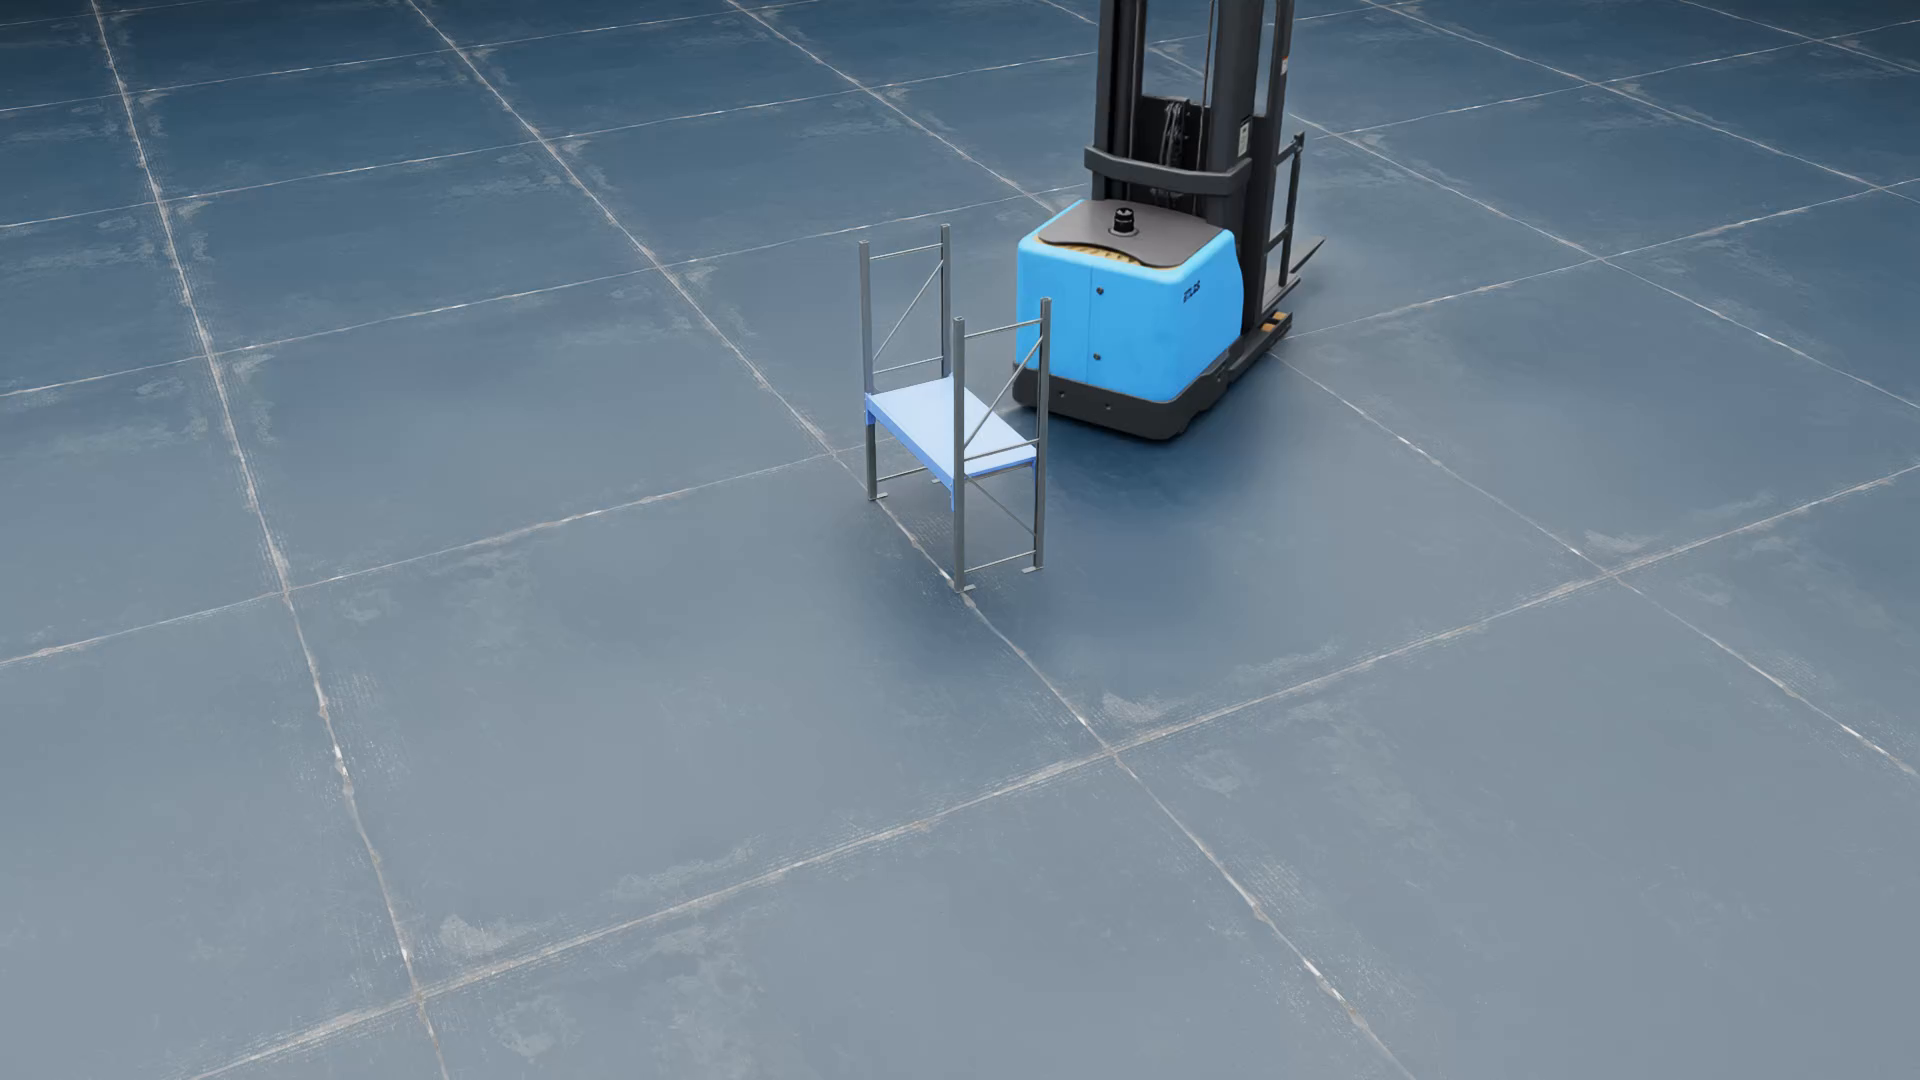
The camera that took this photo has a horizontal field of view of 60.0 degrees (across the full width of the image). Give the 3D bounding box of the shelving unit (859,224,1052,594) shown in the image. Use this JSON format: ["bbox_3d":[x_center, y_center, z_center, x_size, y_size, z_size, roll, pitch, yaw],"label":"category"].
[{"bbox_3d":[-0.040,-0.672,8.409,0.538,1.500,1.048,-16,36,-23],"label":"shelving unit"}]

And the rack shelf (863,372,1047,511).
[{"bbox_3d":[-0.040,-0.521,8.506,0.538,0.185,1.000,-16,36,-23],"label":"rack shelf"}]

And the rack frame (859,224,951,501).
[{"bbox_3d":[-0.277,-0.915,8.788,0.500,1.500,0.032,-16,36,-23],"label":"rack frame"}]

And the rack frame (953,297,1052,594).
[{"bbox_3d":[0.197,-0.430,8.030,0.500,1.500,0.032,-16,36,-23],"label":"rack frame"}]

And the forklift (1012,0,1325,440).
[{"bbox_3d":[1.500,-2.571,10.046,1.130,2.935,3.031,18,37,26],"label":"forklift"}]
